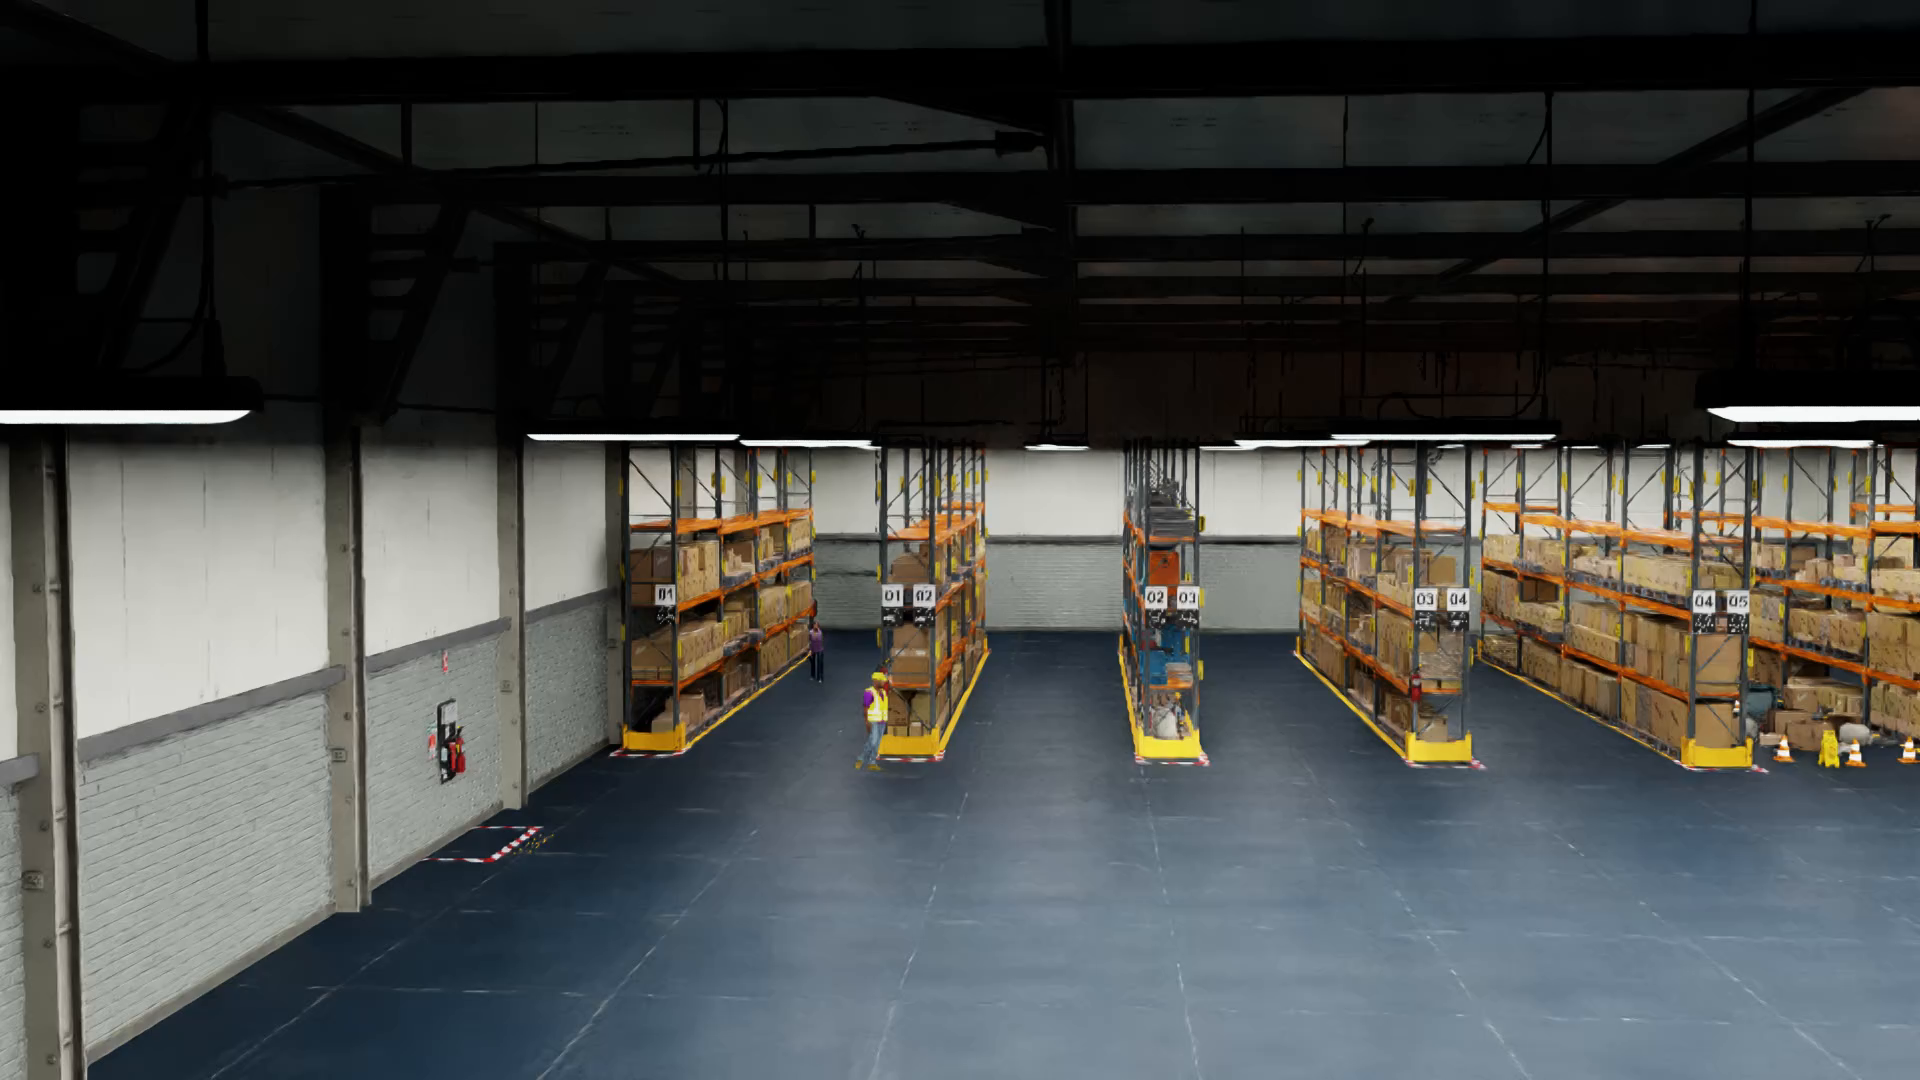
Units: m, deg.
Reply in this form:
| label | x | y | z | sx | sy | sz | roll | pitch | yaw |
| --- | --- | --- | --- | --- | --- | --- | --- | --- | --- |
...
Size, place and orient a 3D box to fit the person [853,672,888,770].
| label | x | y | z | sx | sy | sz | roll | pitch | yaw |
| --- | --- | --- | --- | --- | --- | --- | --- | --- | --- |
| person | -1.577 | 3.236 | 29.772 | 0.463 | 1.761 | 0.720 | 2 | 4 | 38 |

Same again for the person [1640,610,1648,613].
| label | x | y | z | sx | sy | sz | roll | pitch | yaw |
| --- | --- | --- | --- | --- | --- | --- | --- | --- | --- |
| person | 17.343 | 2.621 | 42.201 | 0.555 | 1.662 | 0.587 | 2 | 3 | 27 |

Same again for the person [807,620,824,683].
| label | x | y | z | sx | sy | sz | roll | pitch | yaw |
| --- | --- | --- | --- | --- | --- | --- | --- | --- | --- |
| person | -3.572 | 2.747 | 41.075 | 0.412 | 1.530 | 0.955 | 0 | 3 | -4 |
